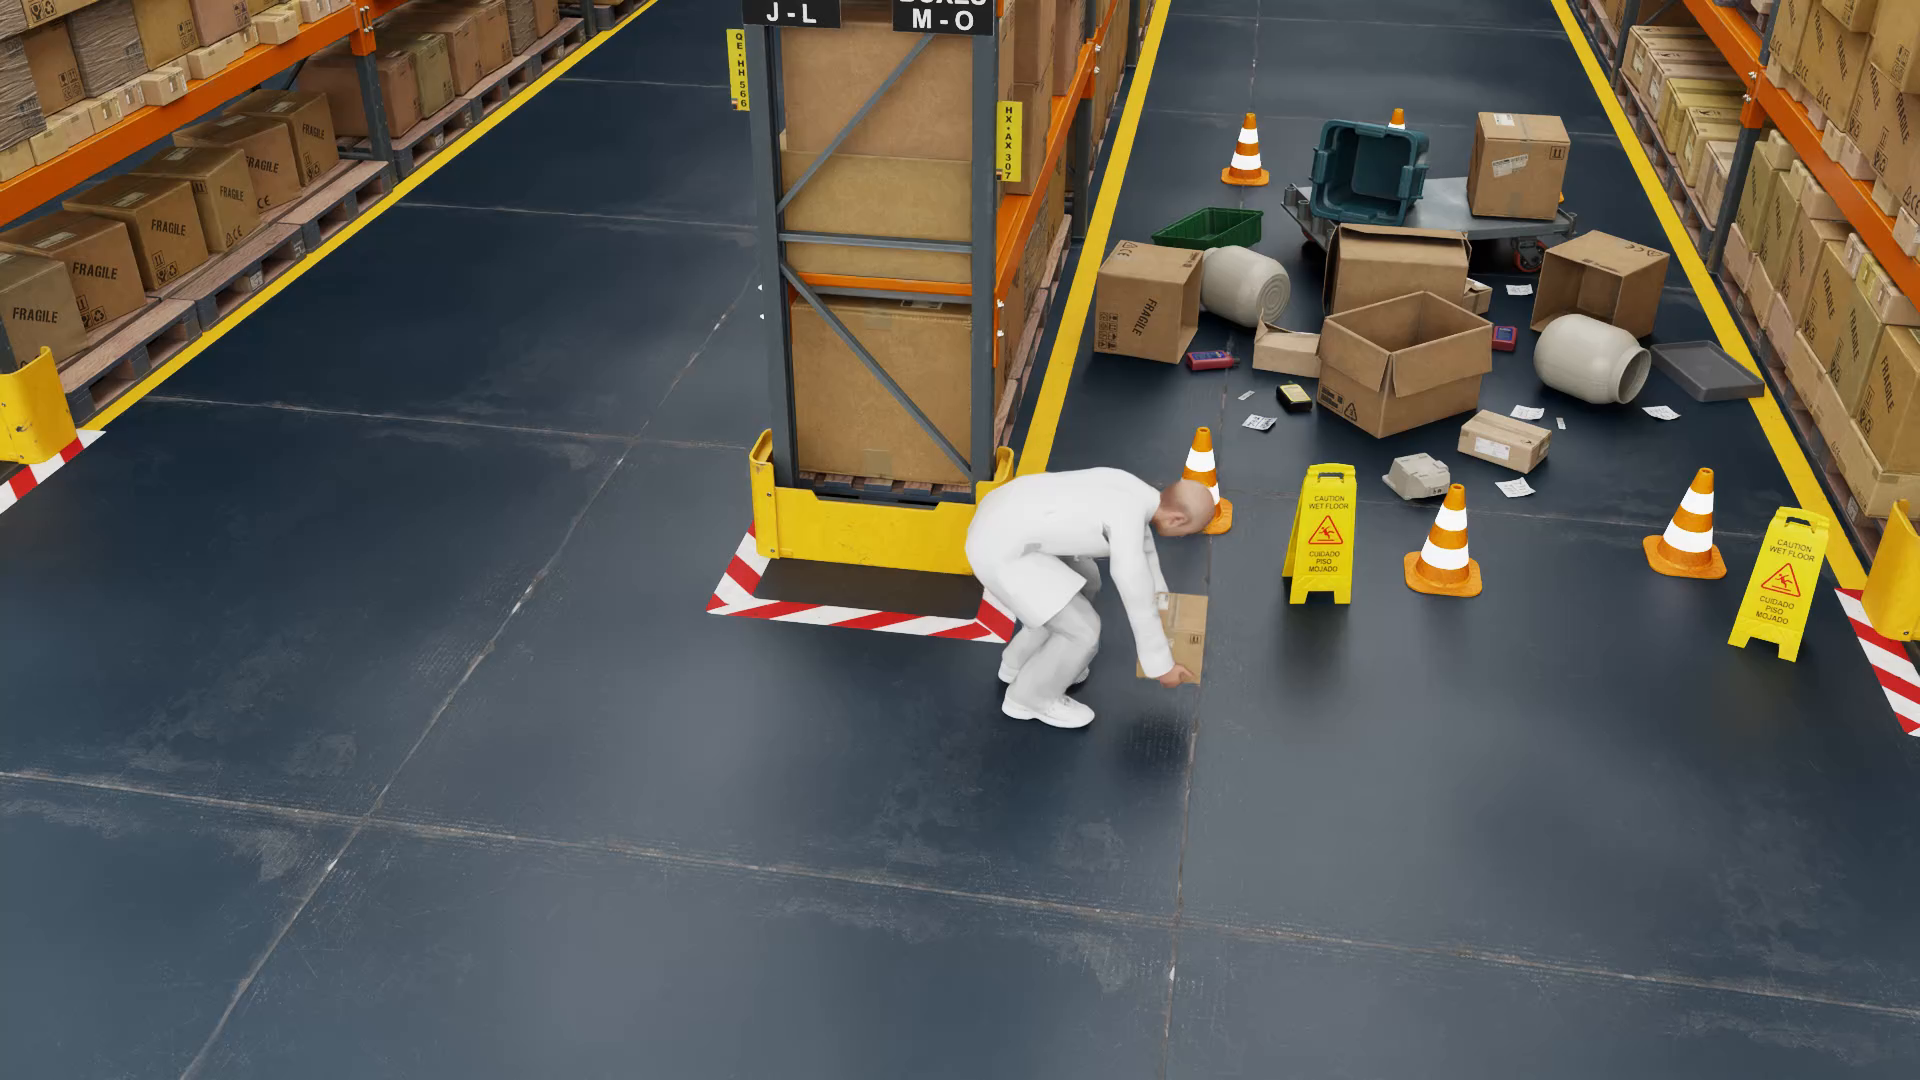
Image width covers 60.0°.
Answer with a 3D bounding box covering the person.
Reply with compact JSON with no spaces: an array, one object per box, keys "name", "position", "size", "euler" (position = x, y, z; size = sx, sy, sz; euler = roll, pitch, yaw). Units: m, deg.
[{"name":"person","position":[0.490,0.214,6.498],"size":[0.943,1.046,0.588],"euler":[4,32,6]}]
